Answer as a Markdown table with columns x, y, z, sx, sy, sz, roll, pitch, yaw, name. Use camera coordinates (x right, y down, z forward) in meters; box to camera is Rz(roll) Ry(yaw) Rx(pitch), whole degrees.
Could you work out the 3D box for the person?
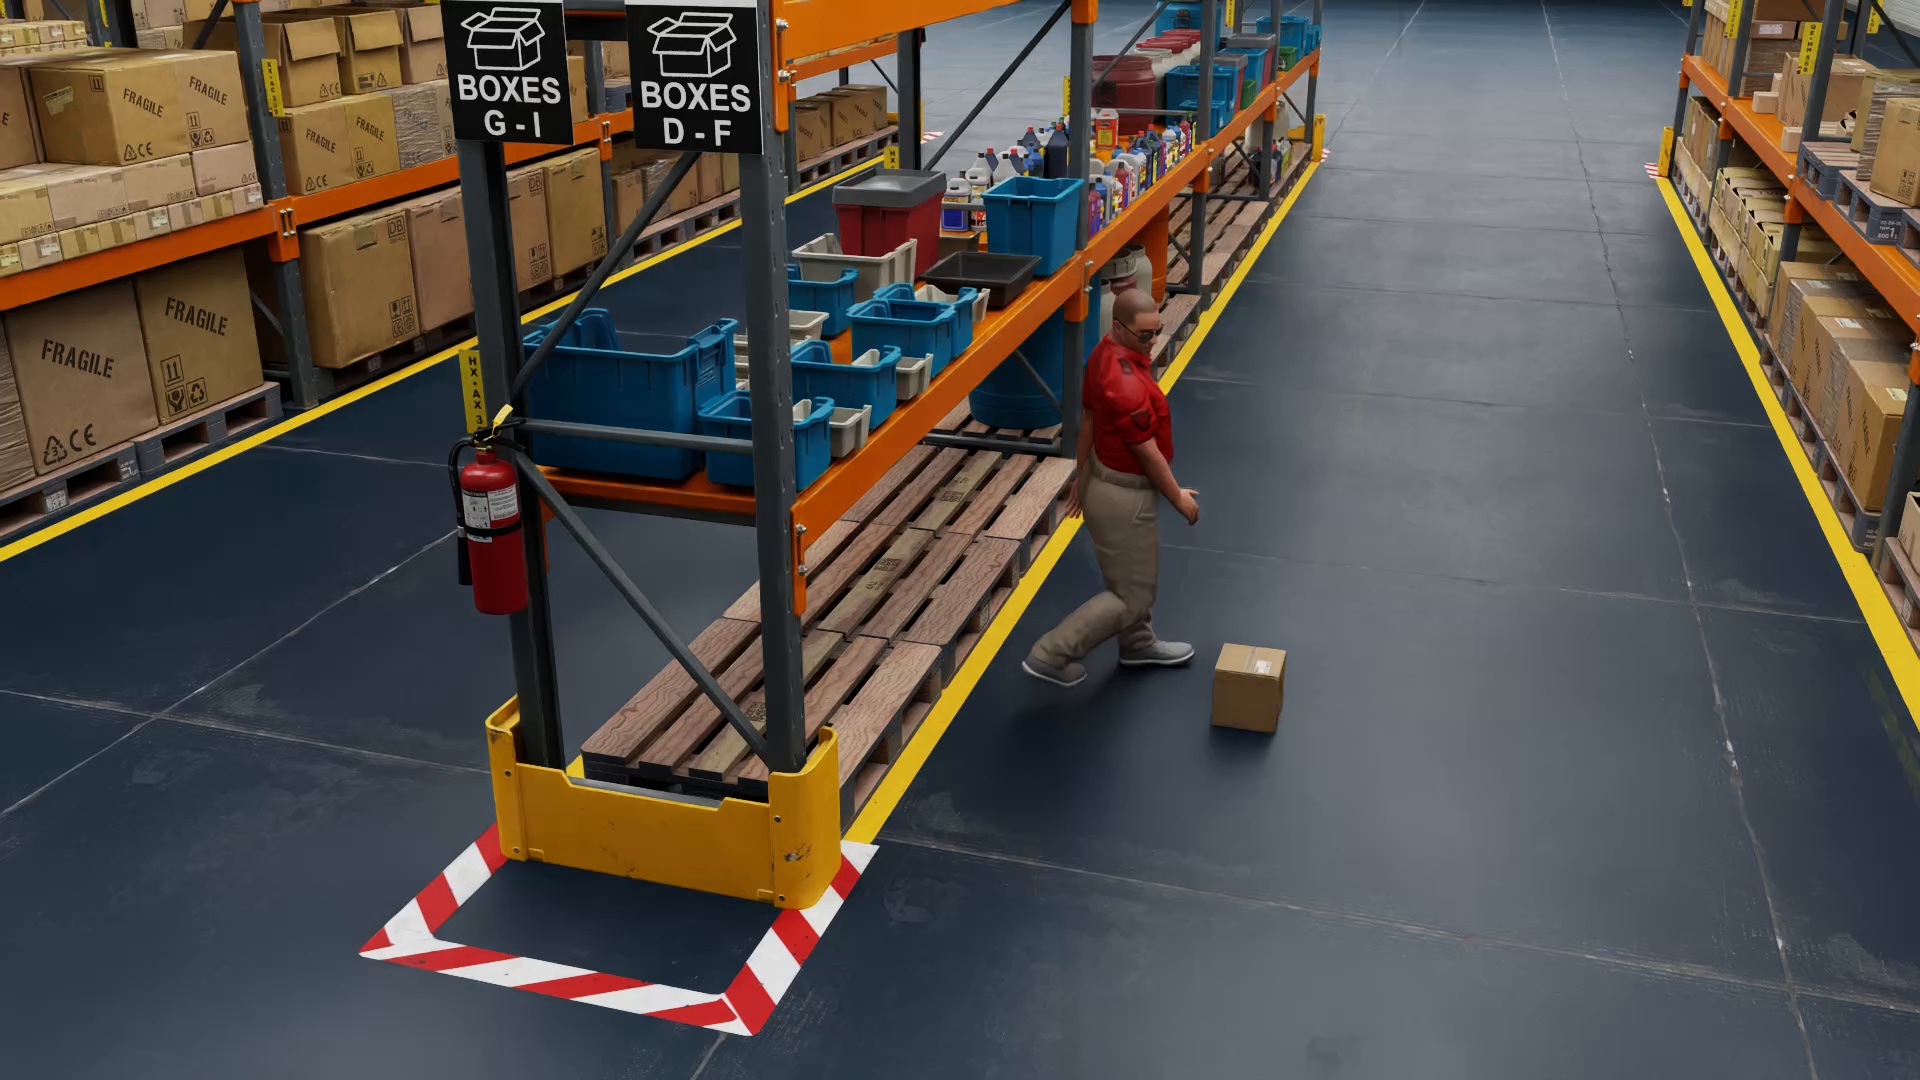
| x | y | z | sx | sy | sz | roll | pitch | yaw | name |
| --- | --- | --- | --- | --- | --- | --- | --- | --- | --- |
| 0.624 | -0.180 | 6.572 | 0.787 | 1.687 | 0.591 | -1 | 22 | -4 | person |
